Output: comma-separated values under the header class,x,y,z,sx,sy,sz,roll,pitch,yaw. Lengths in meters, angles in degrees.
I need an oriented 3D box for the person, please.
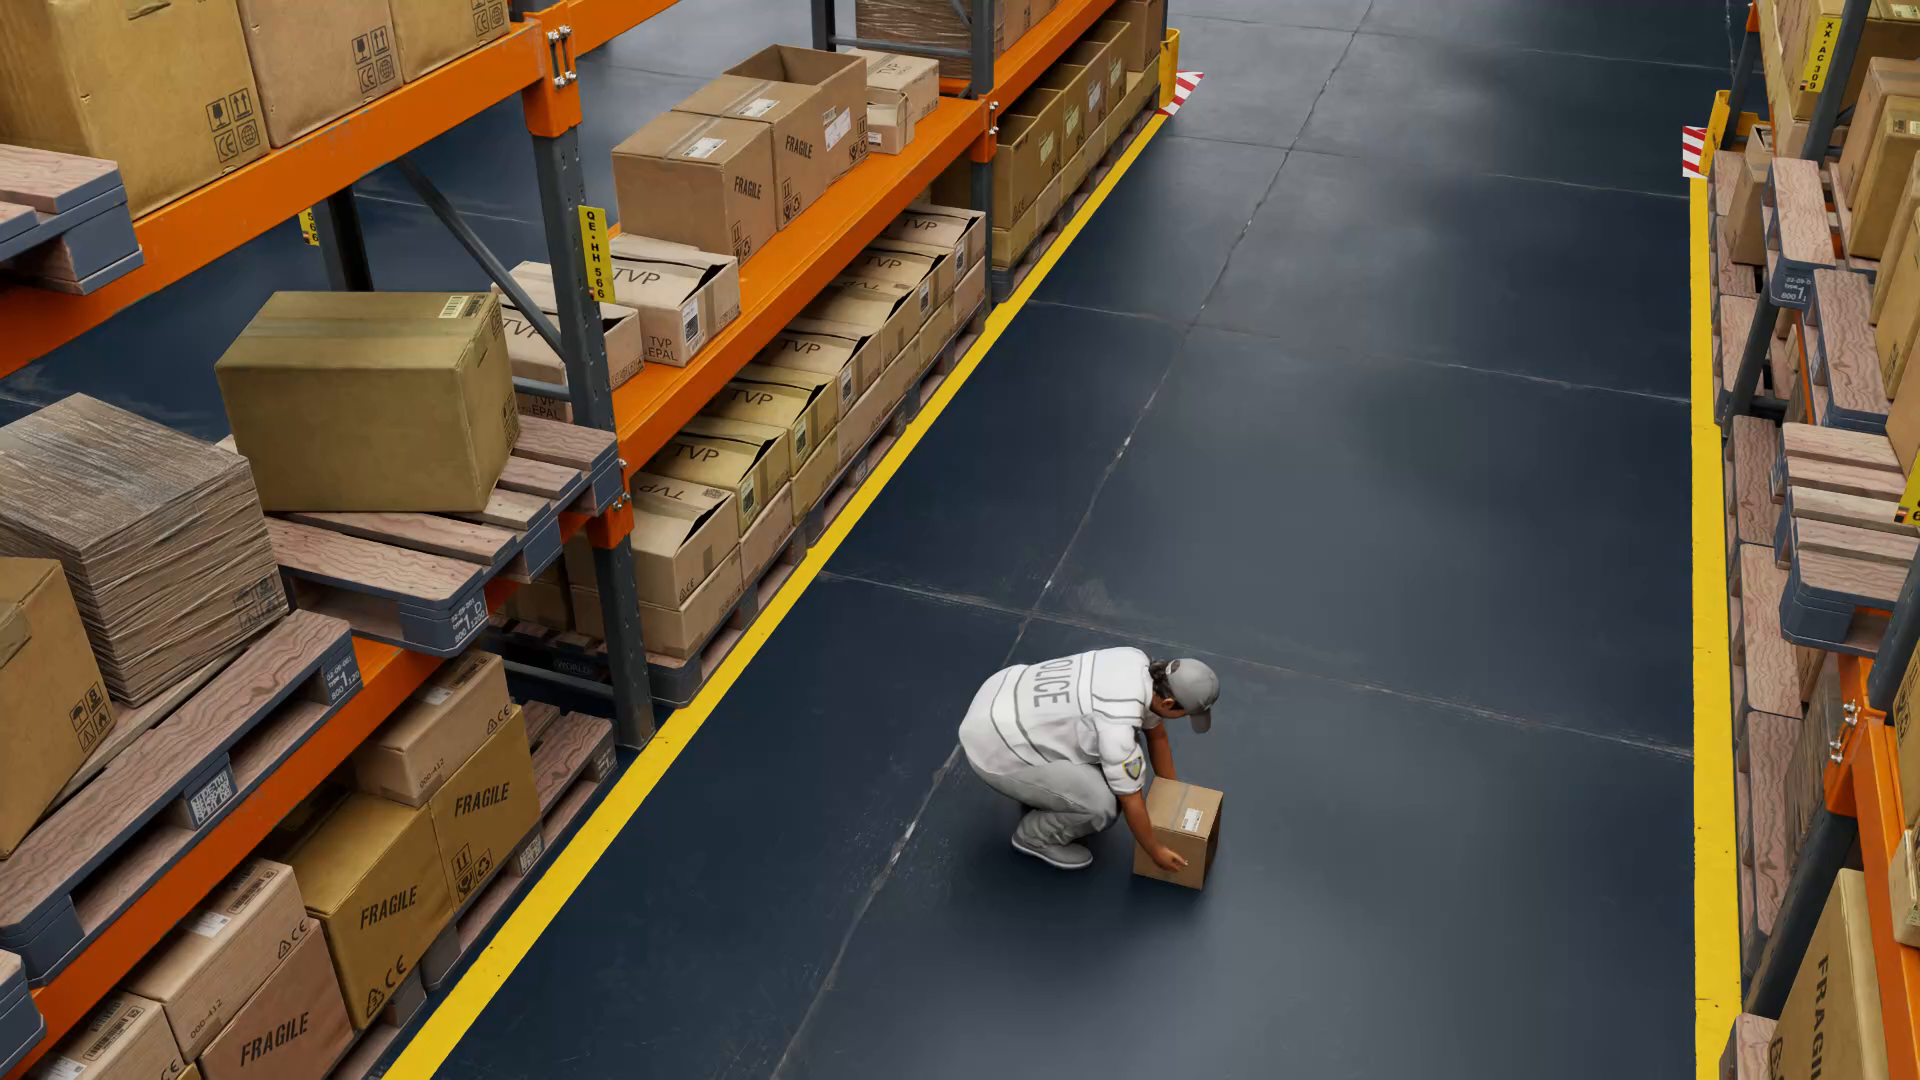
class,x,y,z,sx,sy,sz,roll,pitch,yaw
person,0.441,0.721,5.809,0.867,0.837,0.517,11,35,16
